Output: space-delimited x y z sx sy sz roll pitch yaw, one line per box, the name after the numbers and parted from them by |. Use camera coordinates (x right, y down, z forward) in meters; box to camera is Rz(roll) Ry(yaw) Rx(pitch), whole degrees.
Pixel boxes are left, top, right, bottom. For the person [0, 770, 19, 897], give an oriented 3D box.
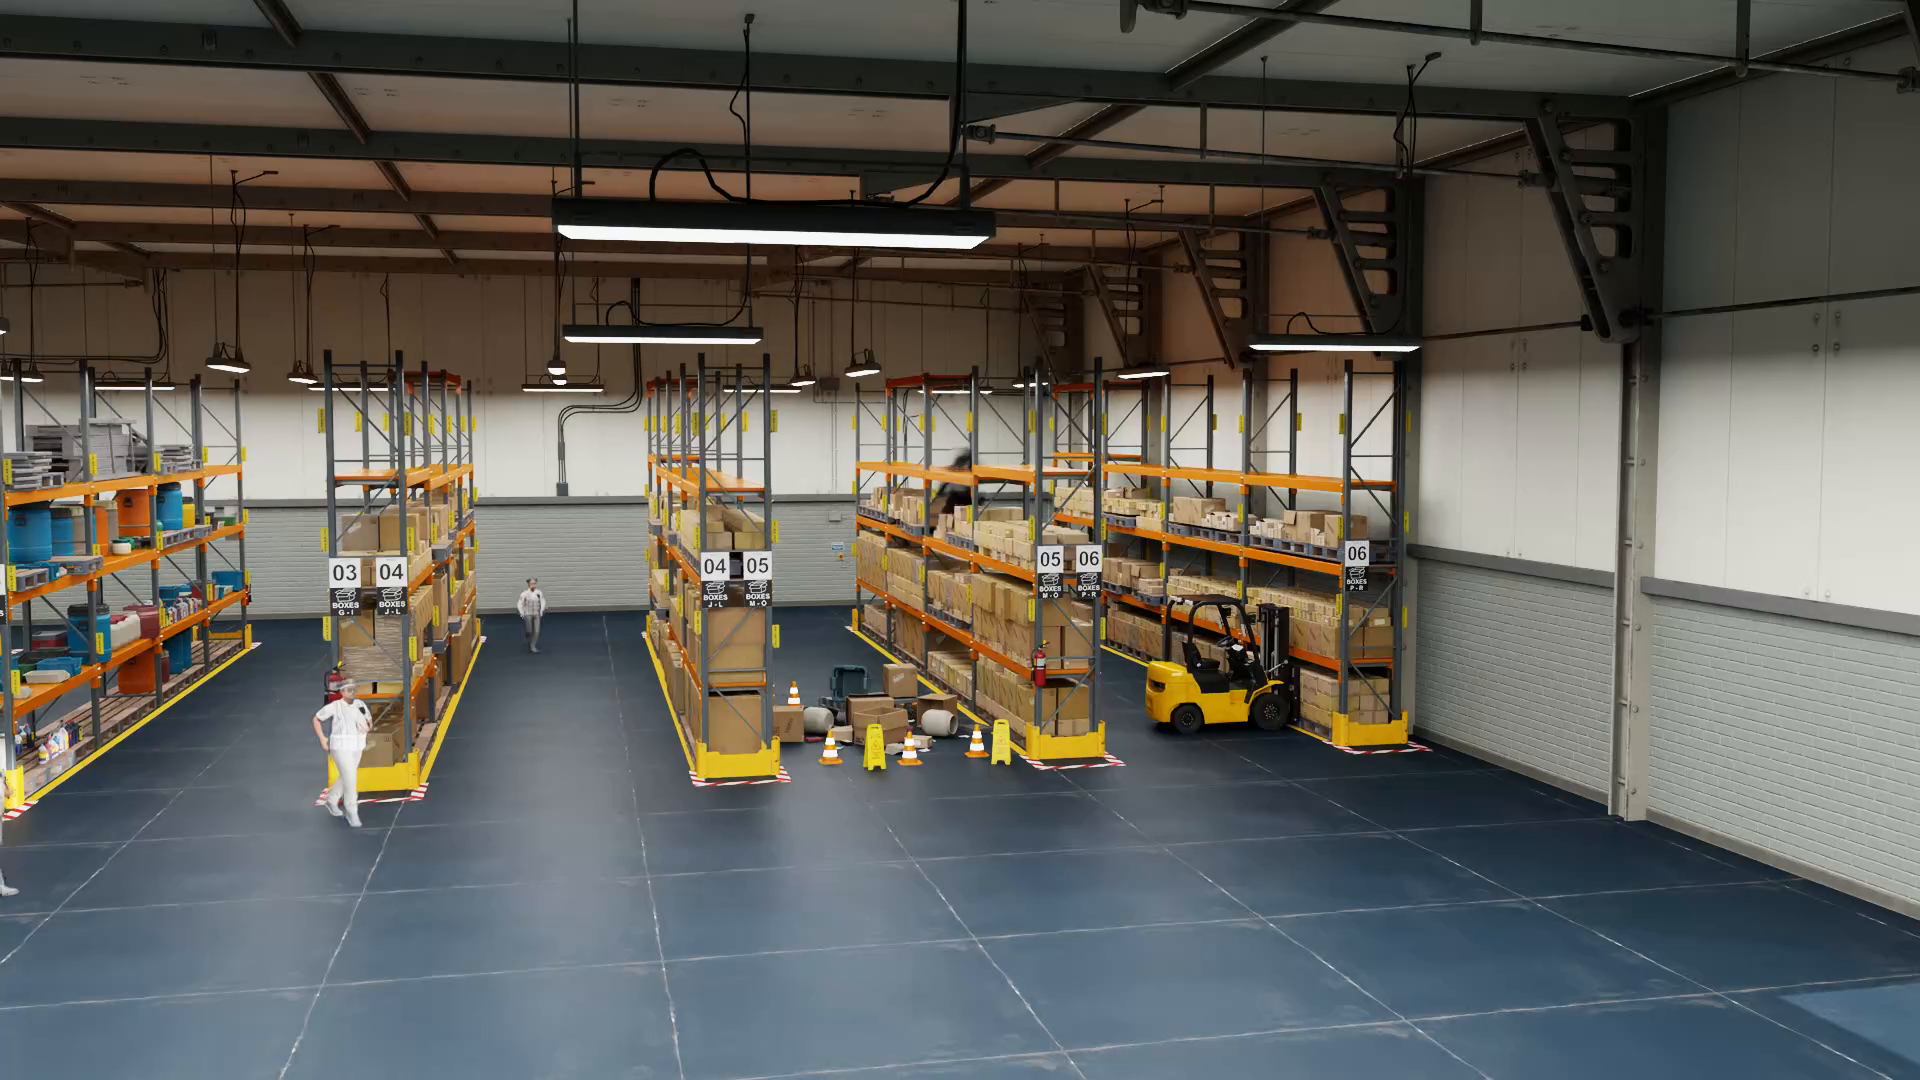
-10.410 2.945 17.651 0.855 1.634 0.610 1 4 11 | person

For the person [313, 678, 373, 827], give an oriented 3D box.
-7.725 2.660 21.013 0.819 1.841 0.685 2 4 28 | person

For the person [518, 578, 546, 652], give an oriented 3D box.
-9.441 1.645 36.698 0.609 1.643 0.584 -2 4 -24 | person
